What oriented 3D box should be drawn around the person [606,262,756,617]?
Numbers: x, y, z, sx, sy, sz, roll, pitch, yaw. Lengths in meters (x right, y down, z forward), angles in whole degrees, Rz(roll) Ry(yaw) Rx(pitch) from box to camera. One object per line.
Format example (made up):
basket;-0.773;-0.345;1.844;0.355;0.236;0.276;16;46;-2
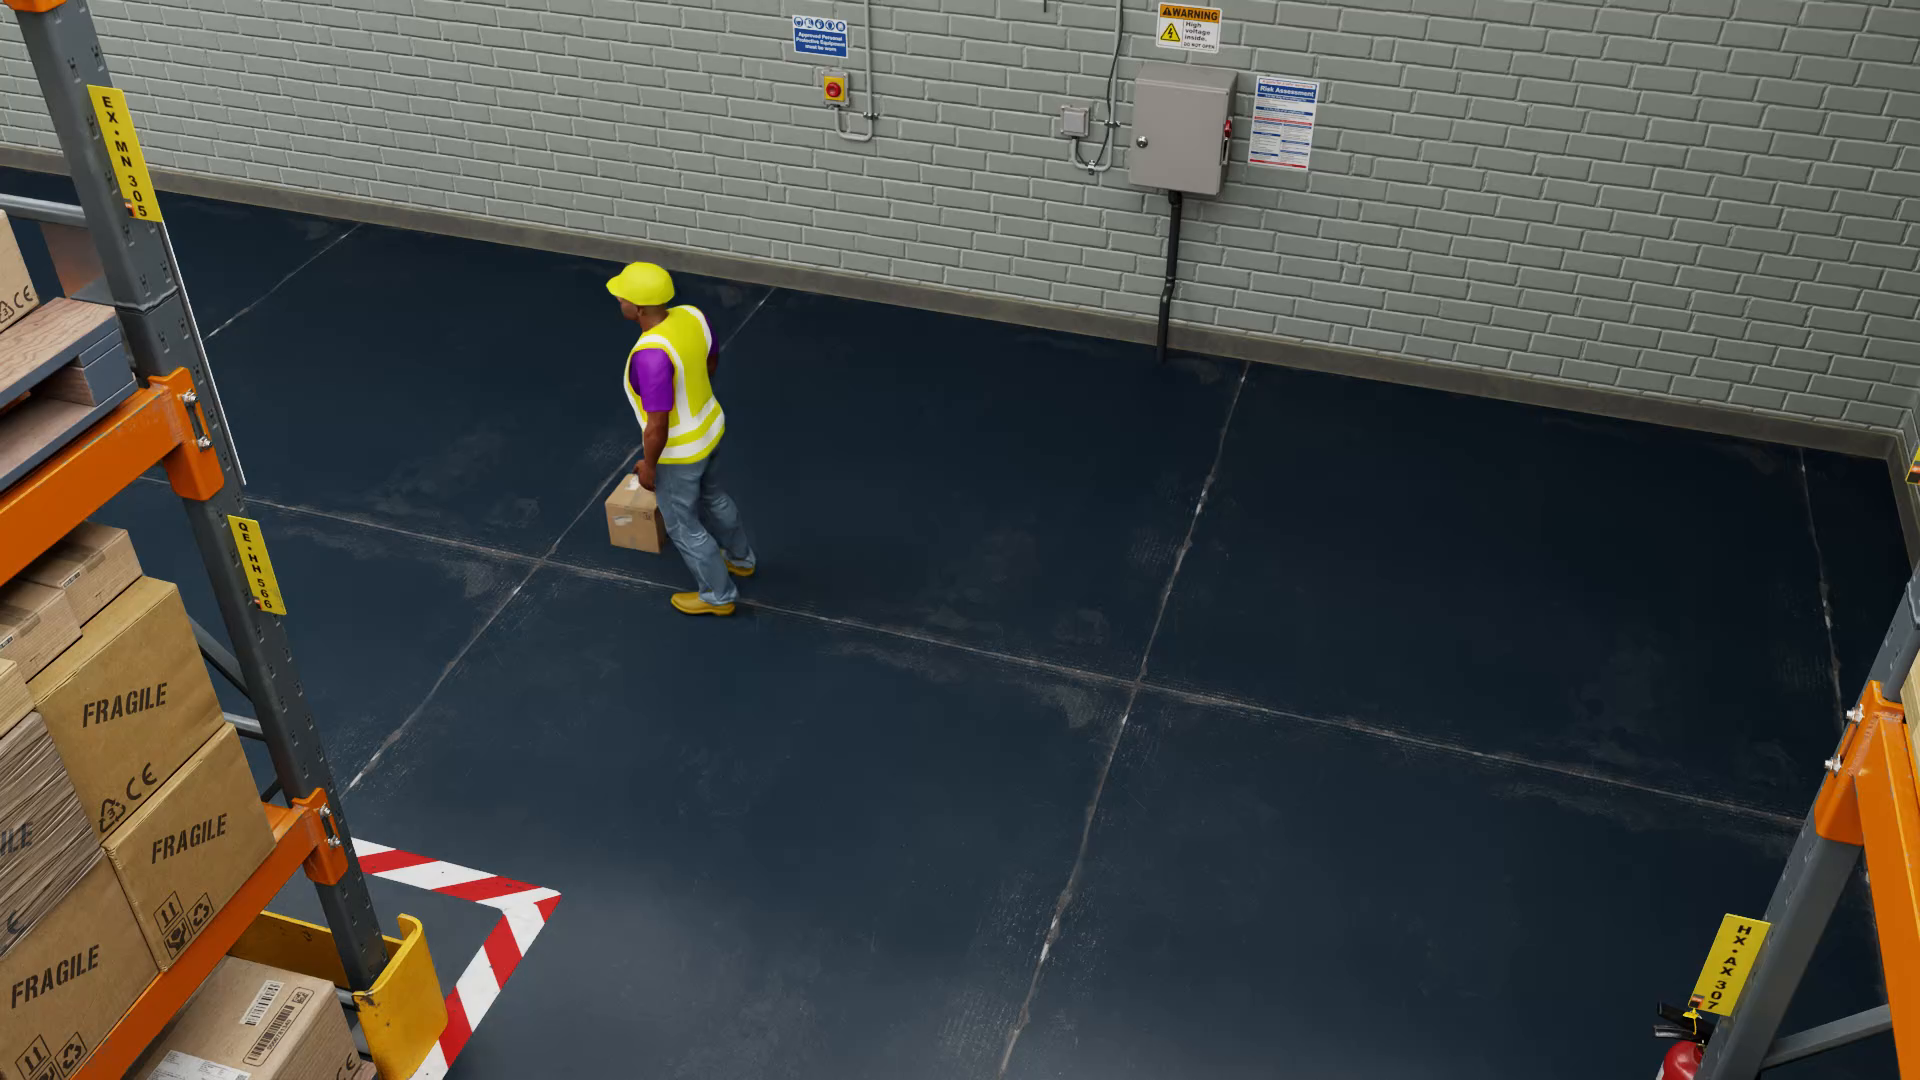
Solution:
person;-1.258;-0.453;7.493;0.487;1.746;0.689;10;38;13
